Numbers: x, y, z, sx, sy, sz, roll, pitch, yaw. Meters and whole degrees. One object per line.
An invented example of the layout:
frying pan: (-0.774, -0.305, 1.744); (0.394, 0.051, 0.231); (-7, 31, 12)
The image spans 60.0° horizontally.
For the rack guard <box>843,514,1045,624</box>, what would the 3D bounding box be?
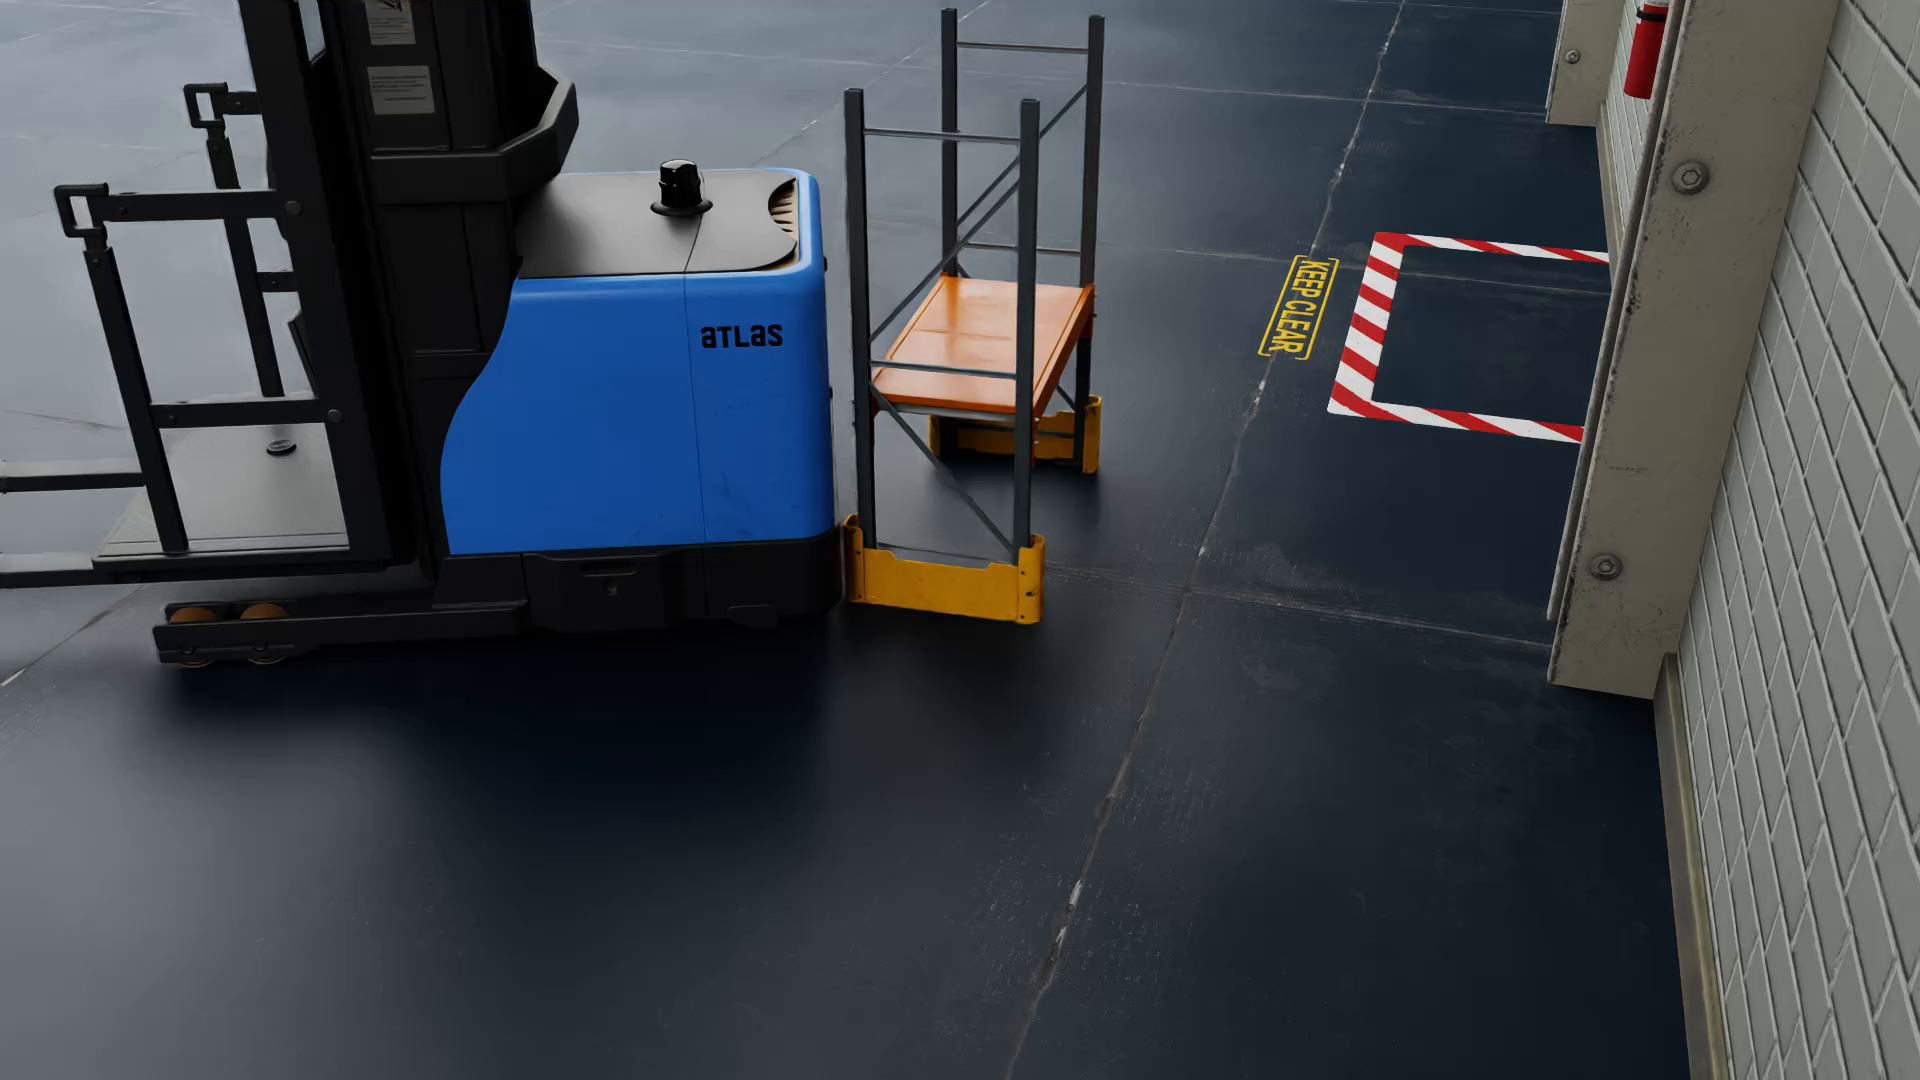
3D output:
rack guard: (-0.047, 0.083, 4.843); (0.587, 0.250, 0.087); (7, 30, 12)

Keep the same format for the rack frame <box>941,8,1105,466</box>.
rack frame: (0.189, -0.943, 5.402); (0.500, 1.500, 0.032); (7, 30, 12)

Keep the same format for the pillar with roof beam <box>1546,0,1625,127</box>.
pillar with roof beam: (-0.541, -7.015, 8.603); (9.100, 9.000, 0.400); (8, 30, 15)

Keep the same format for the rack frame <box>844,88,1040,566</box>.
rack frame: (-0.048, -0.462, 4.538); (0.500, 1.500, 0.032); (7, 30, 12)

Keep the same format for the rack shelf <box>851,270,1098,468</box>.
rack shelf: (0.071, -0.545, 5.058); (0.538, 0.185, 1.000); (7, 30, 12)

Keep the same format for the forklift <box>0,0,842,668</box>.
forklift: (-1.889, -1.195, 4.384); (3.031, 2.935, 1.130); (-3, 29, -5)

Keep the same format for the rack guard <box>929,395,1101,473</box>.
rack guard: (0.185, -0.388, 5.690); (0.587, 0.250, 0.087); (7, 30, 12)

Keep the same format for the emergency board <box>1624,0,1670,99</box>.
emergency board: (2.575, -2.133, 6.000); (0.194, 1.169, 0.643); (8, 30, 15)

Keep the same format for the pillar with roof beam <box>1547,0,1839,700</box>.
pillar with roof beam: (-2.302, -4.226, 3.591); (9.100, 9.000, 0.400); (8, 30, 15)

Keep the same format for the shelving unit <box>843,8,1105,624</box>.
shelving unit: (0.069, -0.698, 4.962); (0.587, 1.500, 1.083); (7, 30, 12)
